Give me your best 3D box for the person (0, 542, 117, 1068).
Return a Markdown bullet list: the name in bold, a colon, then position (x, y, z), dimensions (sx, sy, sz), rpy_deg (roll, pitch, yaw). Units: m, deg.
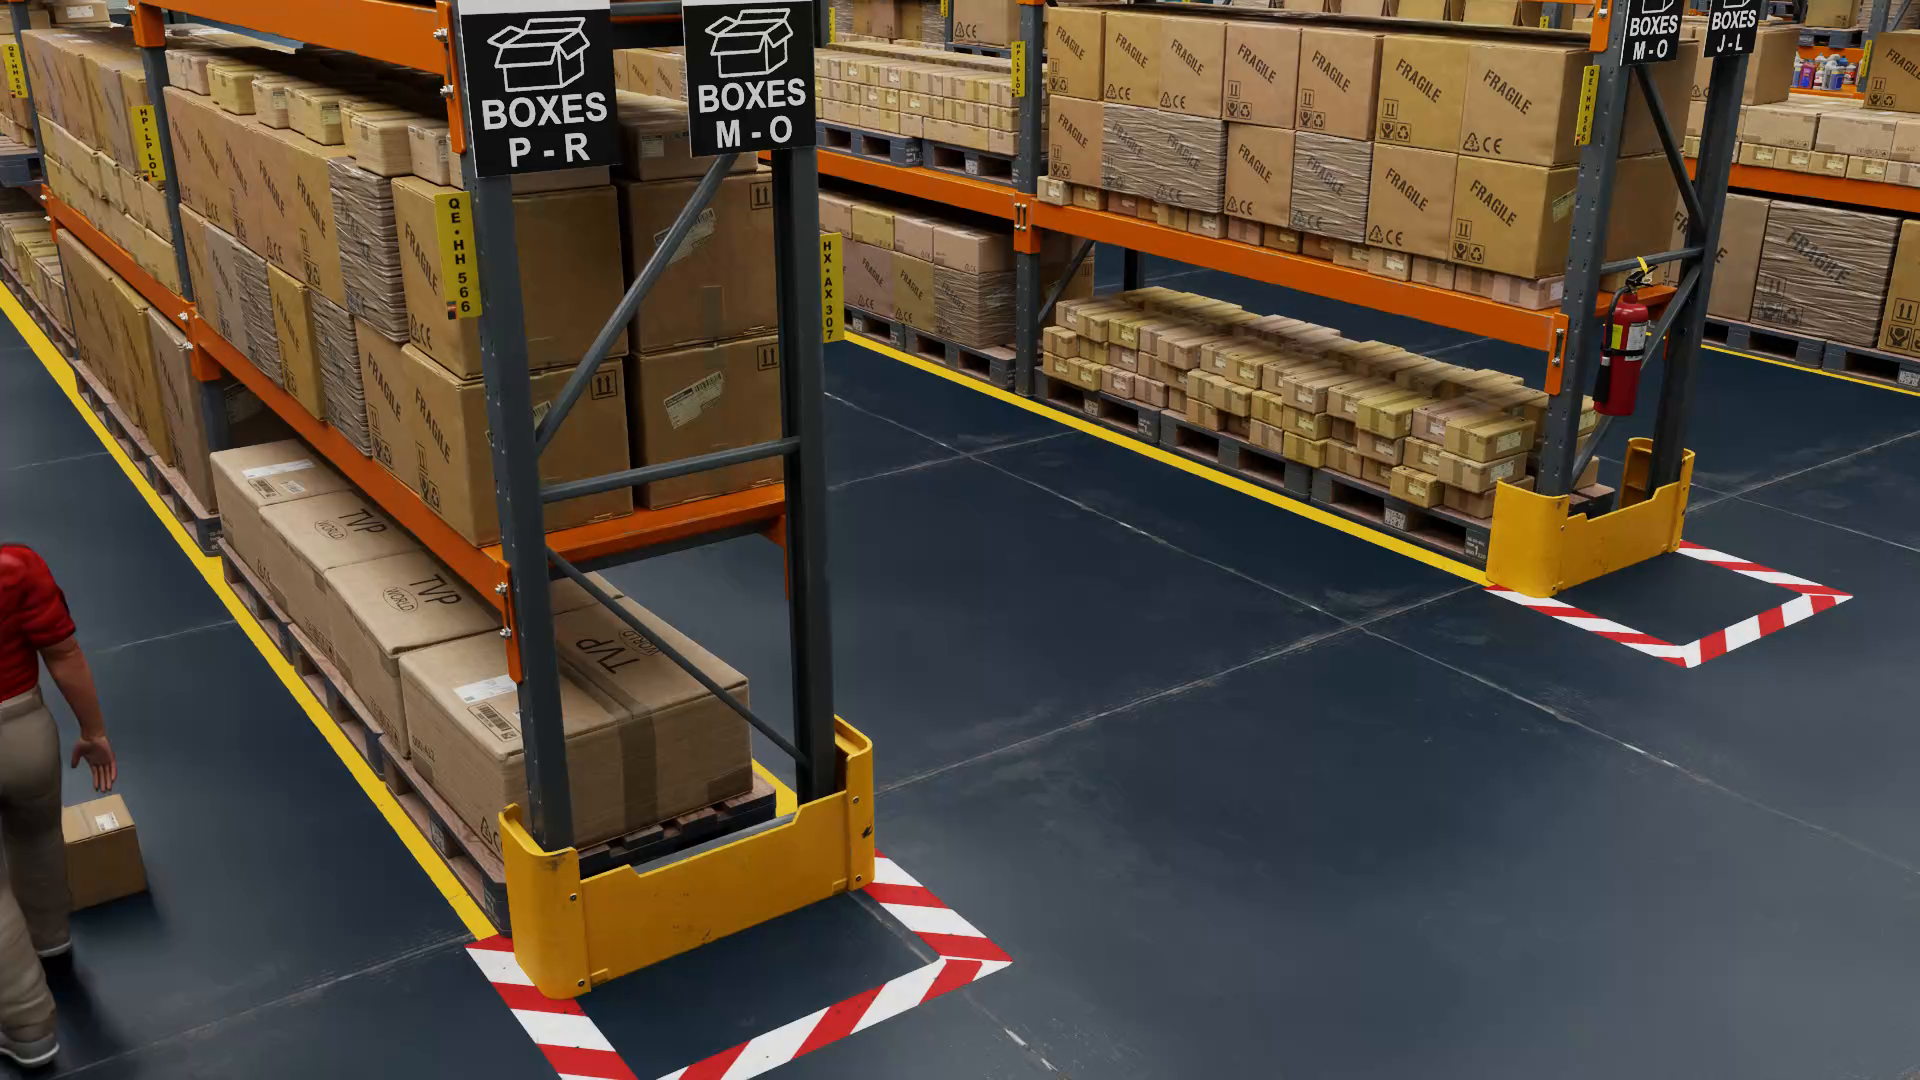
- **person**: position (-2.774, 0.579, 4.616), dimensions (0.786, 1.734, 0.604), rpy_deg (17, 27, 36)
